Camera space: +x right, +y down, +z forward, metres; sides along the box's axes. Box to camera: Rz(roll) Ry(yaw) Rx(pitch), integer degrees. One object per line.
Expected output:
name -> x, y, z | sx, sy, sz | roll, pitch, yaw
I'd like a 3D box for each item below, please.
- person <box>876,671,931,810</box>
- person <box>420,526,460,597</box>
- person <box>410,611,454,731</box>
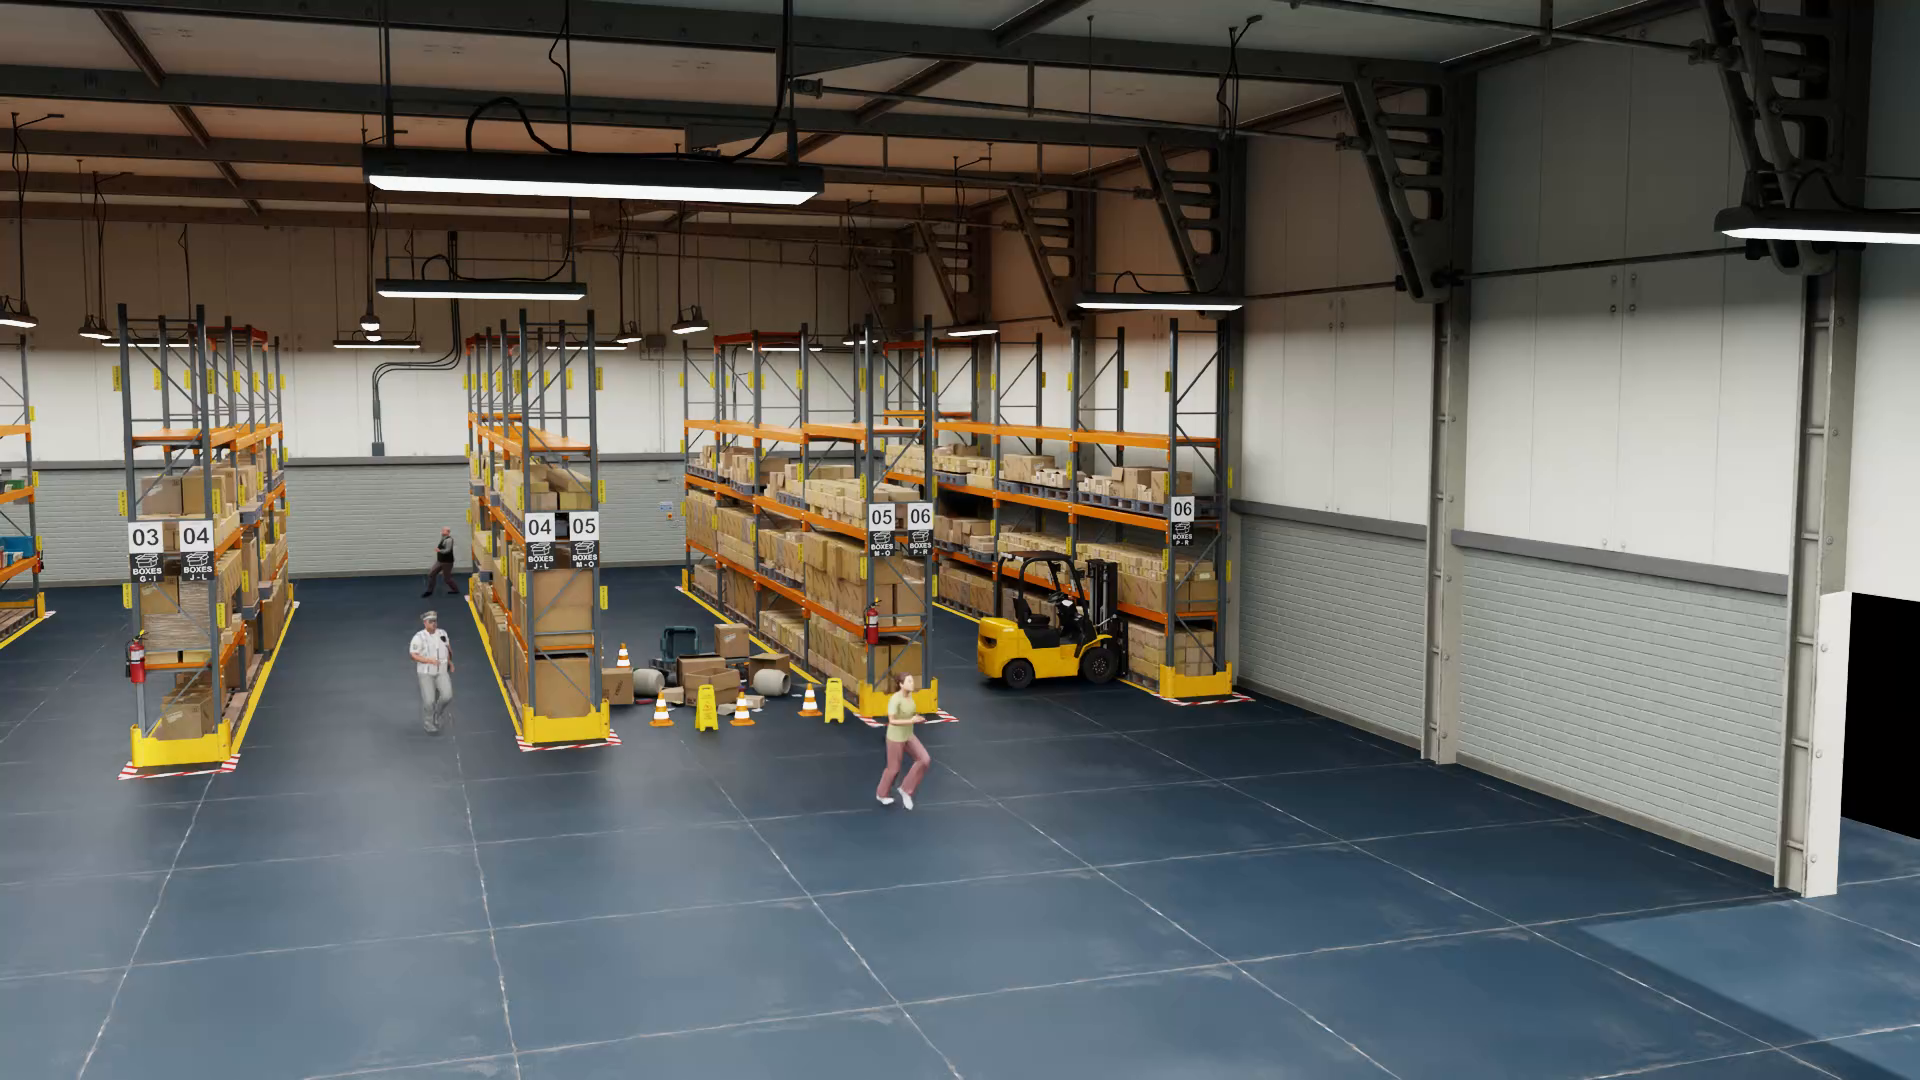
person -> -0.693, 2.327, 19.420 | 0.772, 1.639, 0.606 | 4, 7, 35
person -> -12.072, 0.518, 38.814 | 0.909, 1.668, 0.675 | -4, 7, -39
person -> -7.501, 1.877, 23.765 | 0.651, 1.743, 0.607 | -4, 7, -39
